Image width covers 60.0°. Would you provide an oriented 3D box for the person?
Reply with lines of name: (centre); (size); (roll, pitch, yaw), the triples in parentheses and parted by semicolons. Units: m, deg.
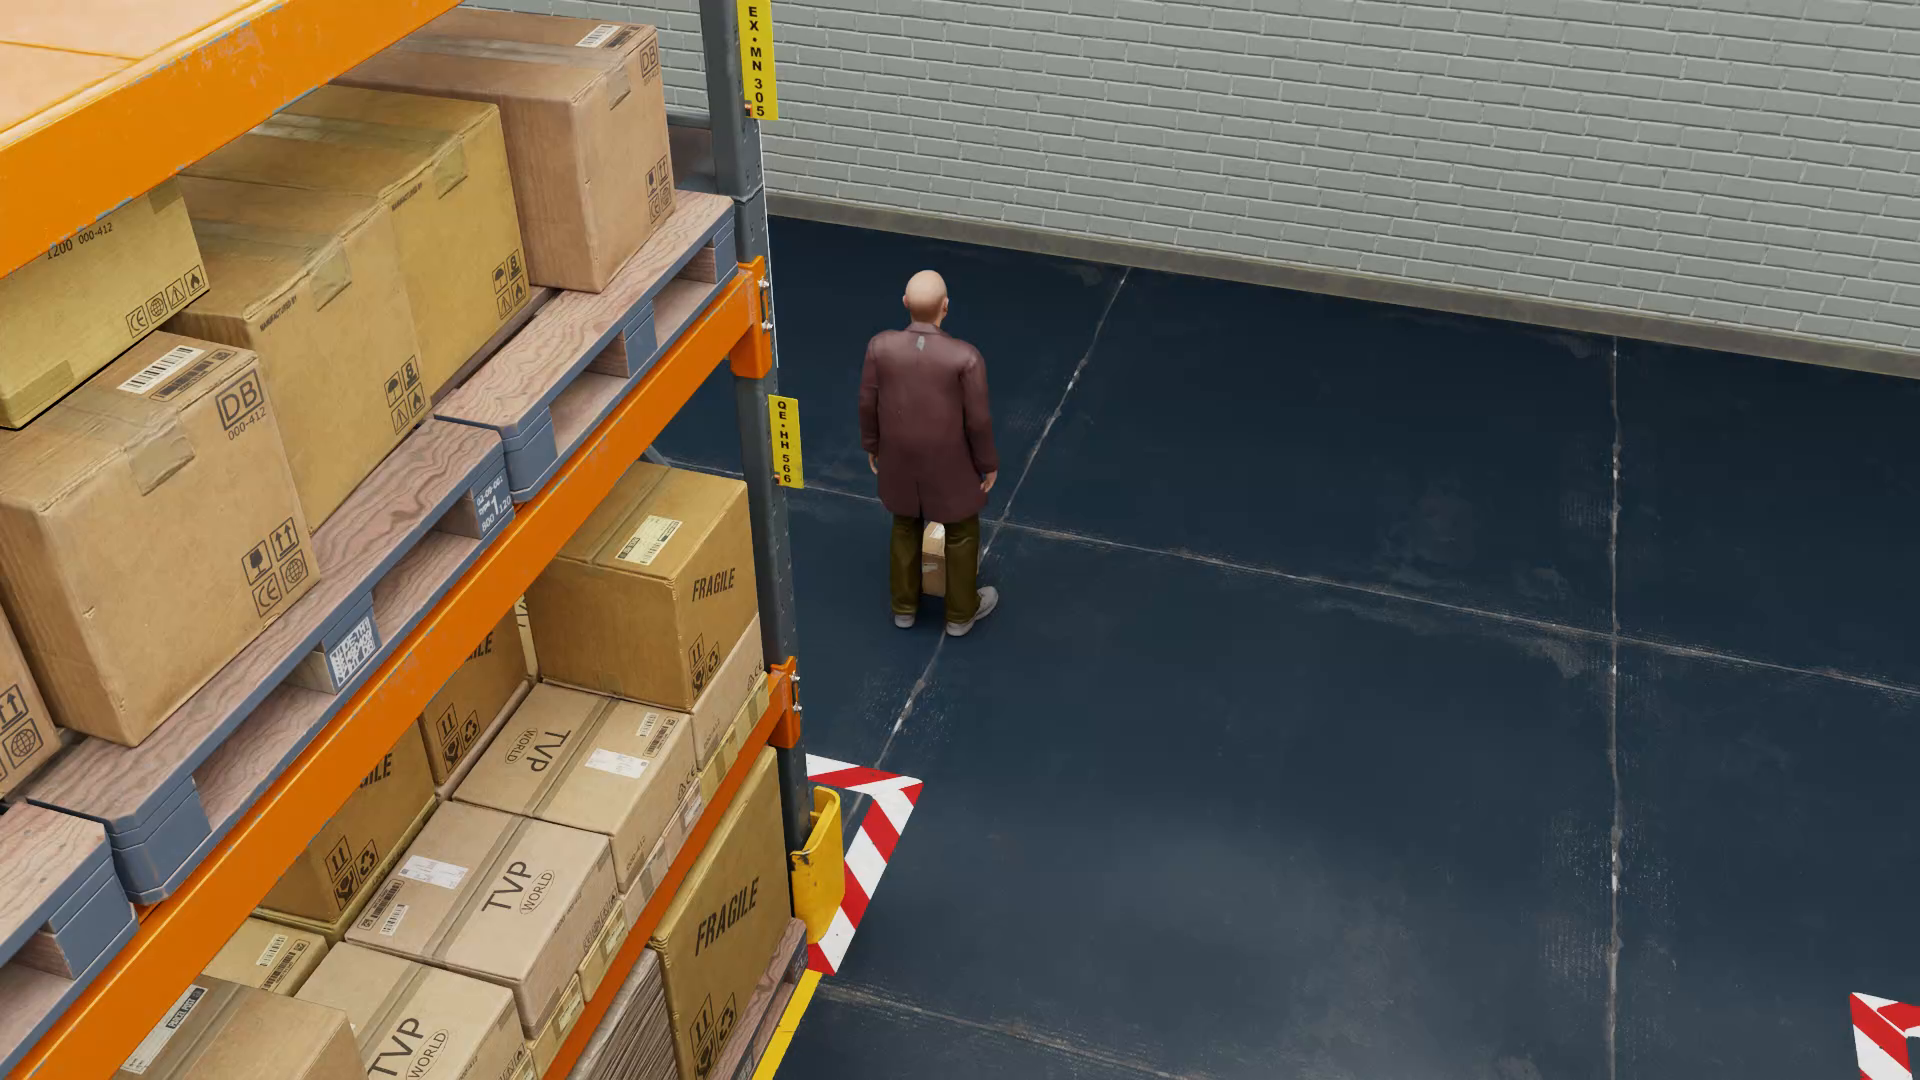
person: (-0.133, -0.366, 7.400); (0.641, 1.773, 0.428); (11, 38, 14)
